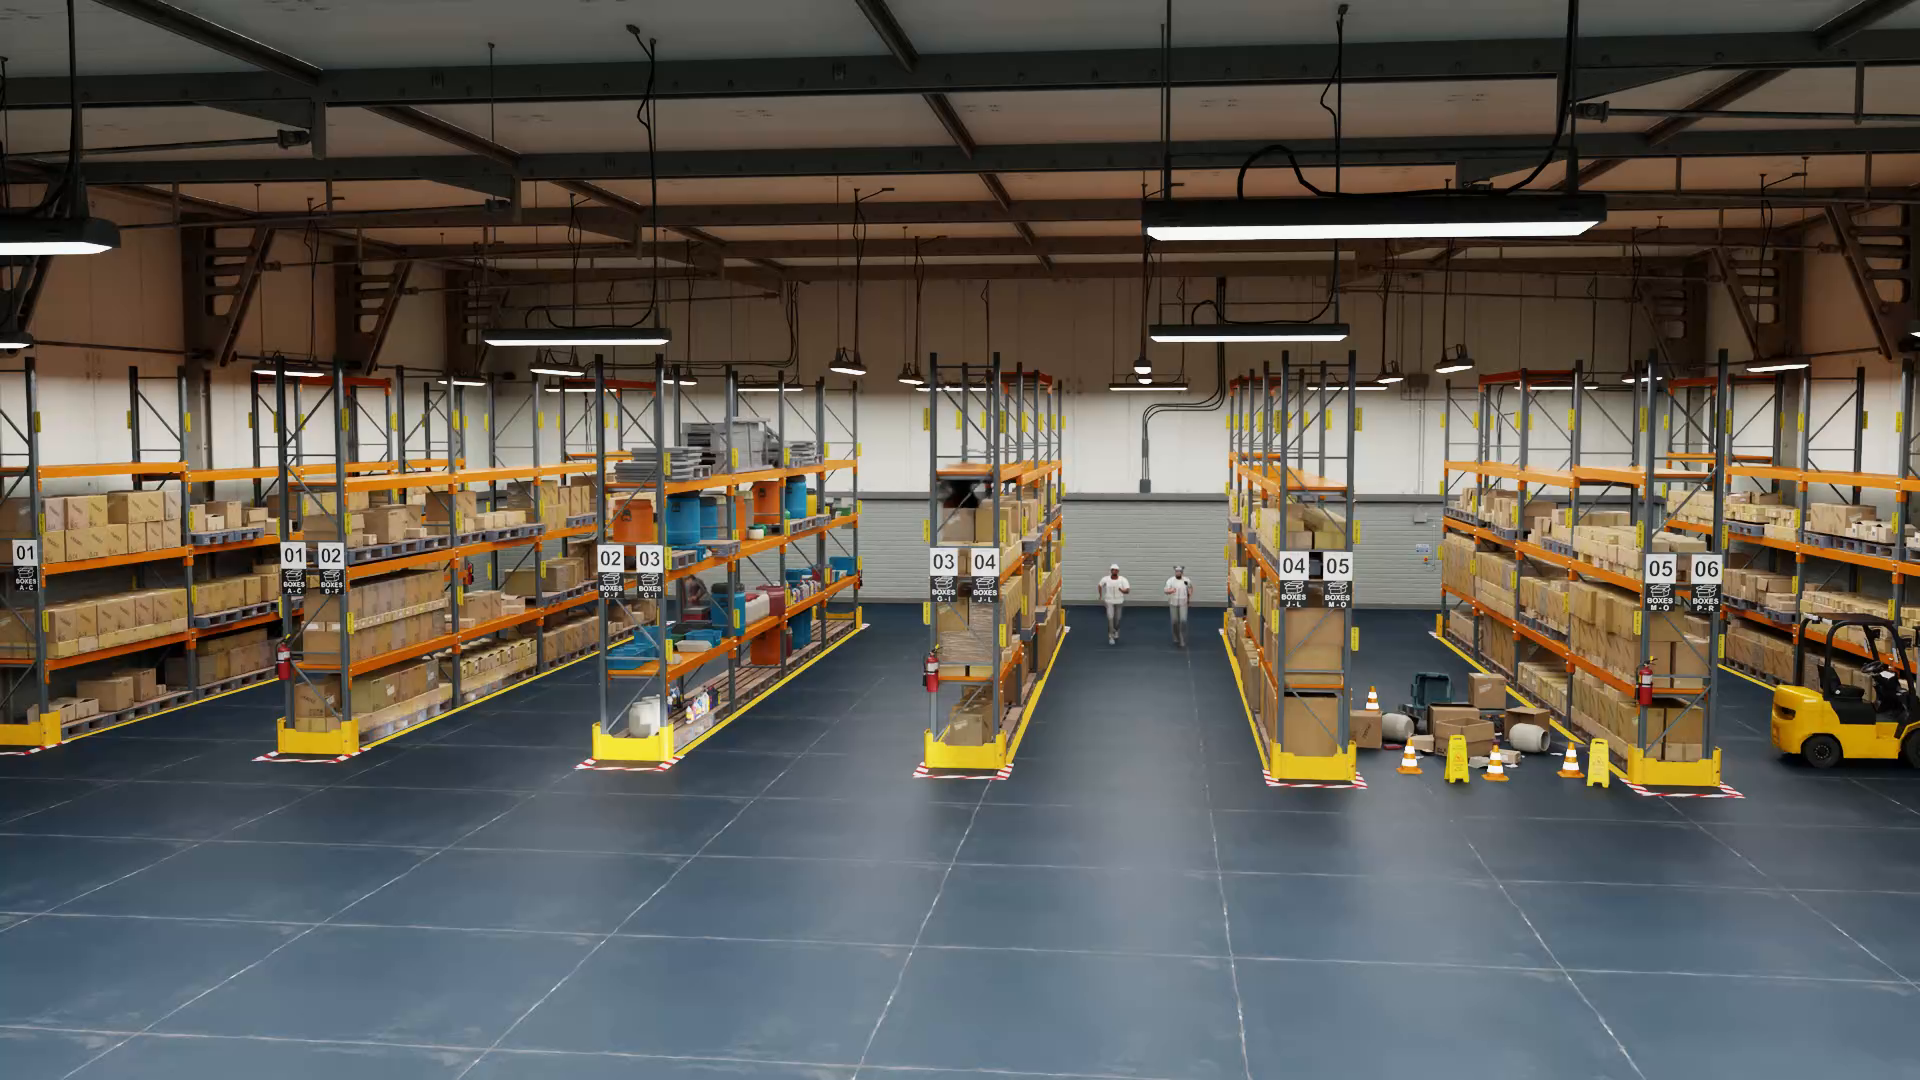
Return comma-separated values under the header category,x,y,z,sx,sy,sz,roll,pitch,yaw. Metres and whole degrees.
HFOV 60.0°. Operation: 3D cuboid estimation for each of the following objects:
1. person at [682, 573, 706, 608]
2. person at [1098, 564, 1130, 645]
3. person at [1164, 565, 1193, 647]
category,x,y,z,sx,sy,sz,roll,pitch,yaw
person,-6.004,1.500,37.156,0.672,1.791,1.223,0,4,-2
person,3.497,1.431,37.688,0.692,1.781,0.945,0,4,0
person,4.914,1.471,37.376,0.642,1.839,0.745,1,4,8
